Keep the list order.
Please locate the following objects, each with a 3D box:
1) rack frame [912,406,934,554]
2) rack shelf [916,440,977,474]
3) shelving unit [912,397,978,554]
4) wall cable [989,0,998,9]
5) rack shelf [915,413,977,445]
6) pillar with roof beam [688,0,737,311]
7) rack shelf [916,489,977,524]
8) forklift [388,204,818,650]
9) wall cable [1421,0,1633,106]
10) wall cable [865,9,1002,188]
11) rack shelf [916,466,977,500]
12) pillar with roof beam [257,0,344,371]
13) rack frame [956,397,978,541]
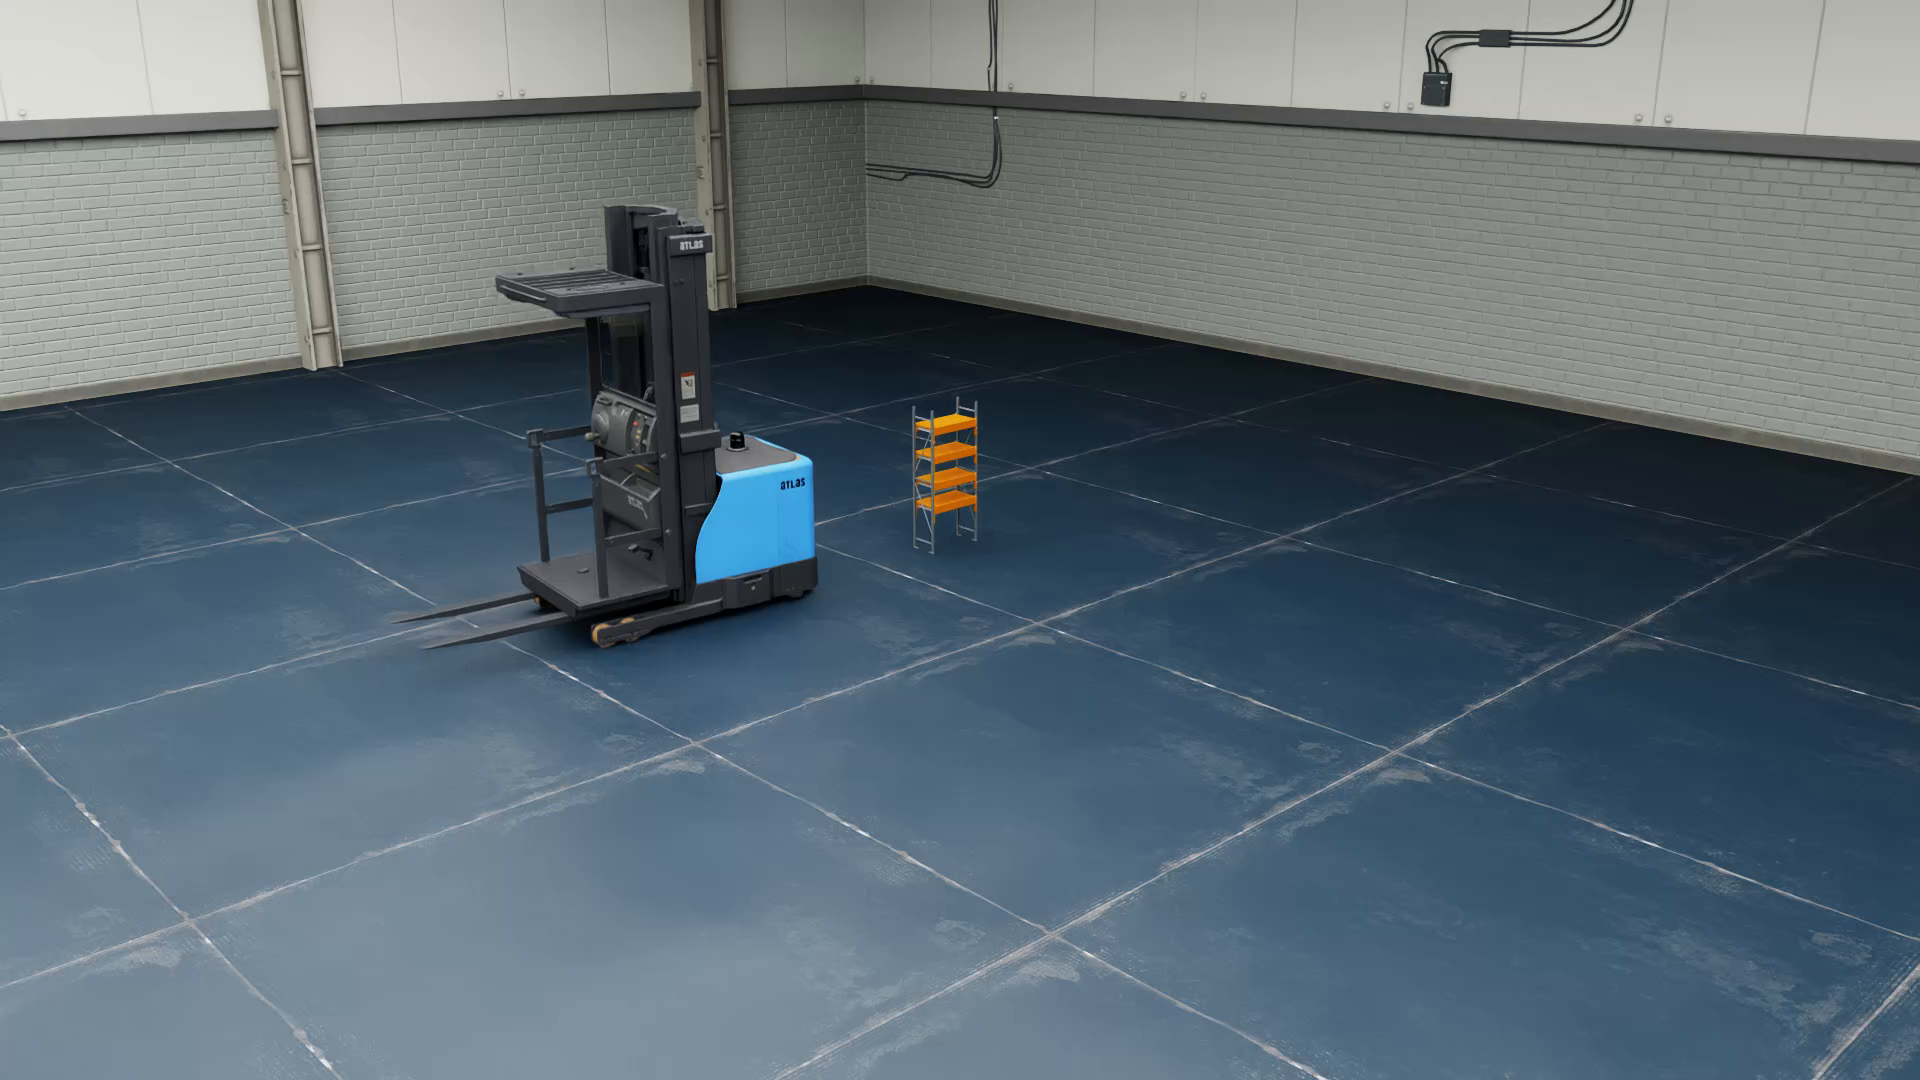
[{"bbox_3d":[-0.298,-0.484,13.532,0.015,1.200,0.240,-16,24,-41],"label":"rack frame"},{"bbox_3d":[-0.120,-0.684,13.643,0.480,0.148,0.258,-16,24,-41],"label":"rack shelf"},{"bbox_3d":[-0.120,-0.536,13.691,0.503,1.200,0.258,-16,24,-41],"label":"shelving unit"},{"bbox_3d":[1.365,-8.353,22.002,0.112,2.526,3.097,-16,24,-41],"label":"wall cable"},{"bbox_3d":[-0.120,-0.909,13.570,0.480,0.148,0.258,-16,24,-41],"label":"rack shelf"},{"bbox_3d":[-0.585,-6.741,20.185,0.400,9.000,9.100,-16,24,-41],"label":"pillar with roof beam"},{"bbox_3d":[-0.120,-0.283,13.773,0.480,0.148,0.258,-16,24,-41],"label":"rack shelf"},{"bbox_3d":[-2.566,-0.823,11.772,3.031,2.935,1.130,-13,22,-35],"label":"forklift"},{"bbox_3d":[6.018,-7.520,17.075,0.169,6.003,2.305,-16,24,-41],"label":"wall cable"},{"bbox_3d":[-0.493,-6.556,24.651,0.112,2.526,3.097,-16,24,-41],"label":"wall cable"},{"bbox_3d":[-0.120,-0.472,13.712,0.480,0.148,0.258,-16,24,-41],"label":"rack shelf"},{"bbox_3d":[-4.944,-5.469,16.263,0.400,9.000,9.100,-16,24,-41],"label":"pillar with roof beam"},{"bbox_3d":[0.057,-0.587,13.851,0.015,1.200,0.240,-16,24,-41],"label":"rack frame"}]
